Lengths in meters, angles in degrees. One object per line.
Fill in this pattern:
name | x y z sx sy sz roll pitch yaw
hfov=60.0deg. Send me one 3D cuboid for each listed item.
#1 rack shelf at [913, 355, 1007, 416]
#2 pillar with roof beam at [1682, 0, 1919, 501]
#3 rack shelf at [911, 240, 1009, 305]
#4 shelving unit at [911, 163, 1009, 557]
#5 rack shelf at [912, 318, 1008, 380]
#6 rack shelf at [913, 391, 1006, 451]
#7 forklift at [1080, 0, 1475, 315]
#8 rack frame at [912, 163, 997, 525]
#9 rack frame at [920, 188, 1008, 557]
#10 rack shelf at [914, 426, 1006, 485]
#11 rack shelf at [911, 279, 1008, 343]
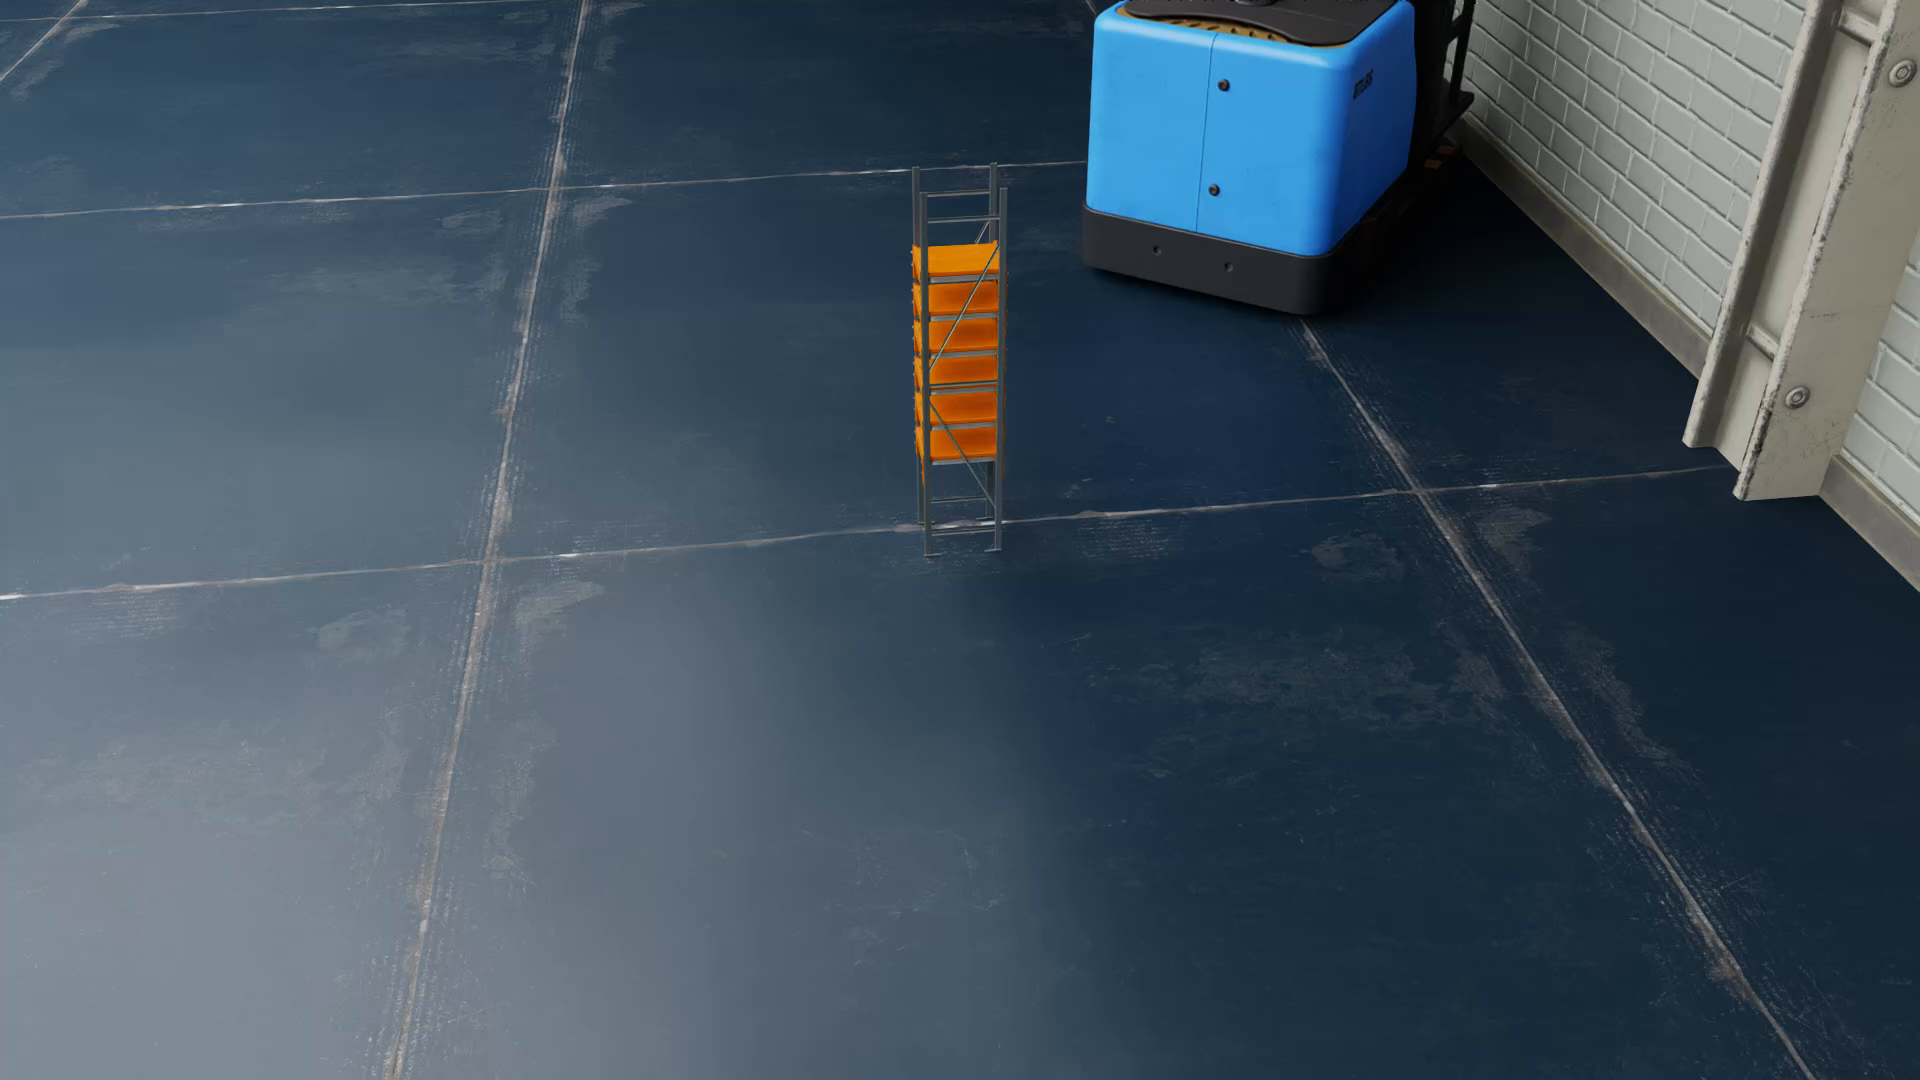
rack shelf | -0.002 -0.467 4.949 0.258 0.103 0.180 -4 35 -6
pillar with roof beam | -1.587 -3.643 2.605 9.100 9.000 0.400 -4 35 -6
rack shelf | -0.002 -0.765 4.746 0.258 0.103 0.180 -4 35 -6
shelving unit | -0.002 -0.504 4.924 0.258 1.200 0.189 -4 35 -6
rack shelf | -0.002 -0.566 4.881 0.258 0.103 0.180 -4 35 -6
rack shelf | -0.002 -0.368 5.017 0.258 0.103 0.180 -4 35 -6
forklift | 1.656 -2.881 6.876 1.130 2.935 3.031 18 38 24
rack frame | -0.014 -0.555 4.999 0.240 1.200 0.006 -4 35 -6
rack frame | 0.010 -0.453 4.849 0.240 1.200 0.006 -4 35 -6
rack shelf | -0.002 -0.269 5.084 0.258 0.103 0.180 -4 35 -6
rack shelf | -0.002 -0.665 4.814 0.258 0.103 0.180 -4 35 -6
